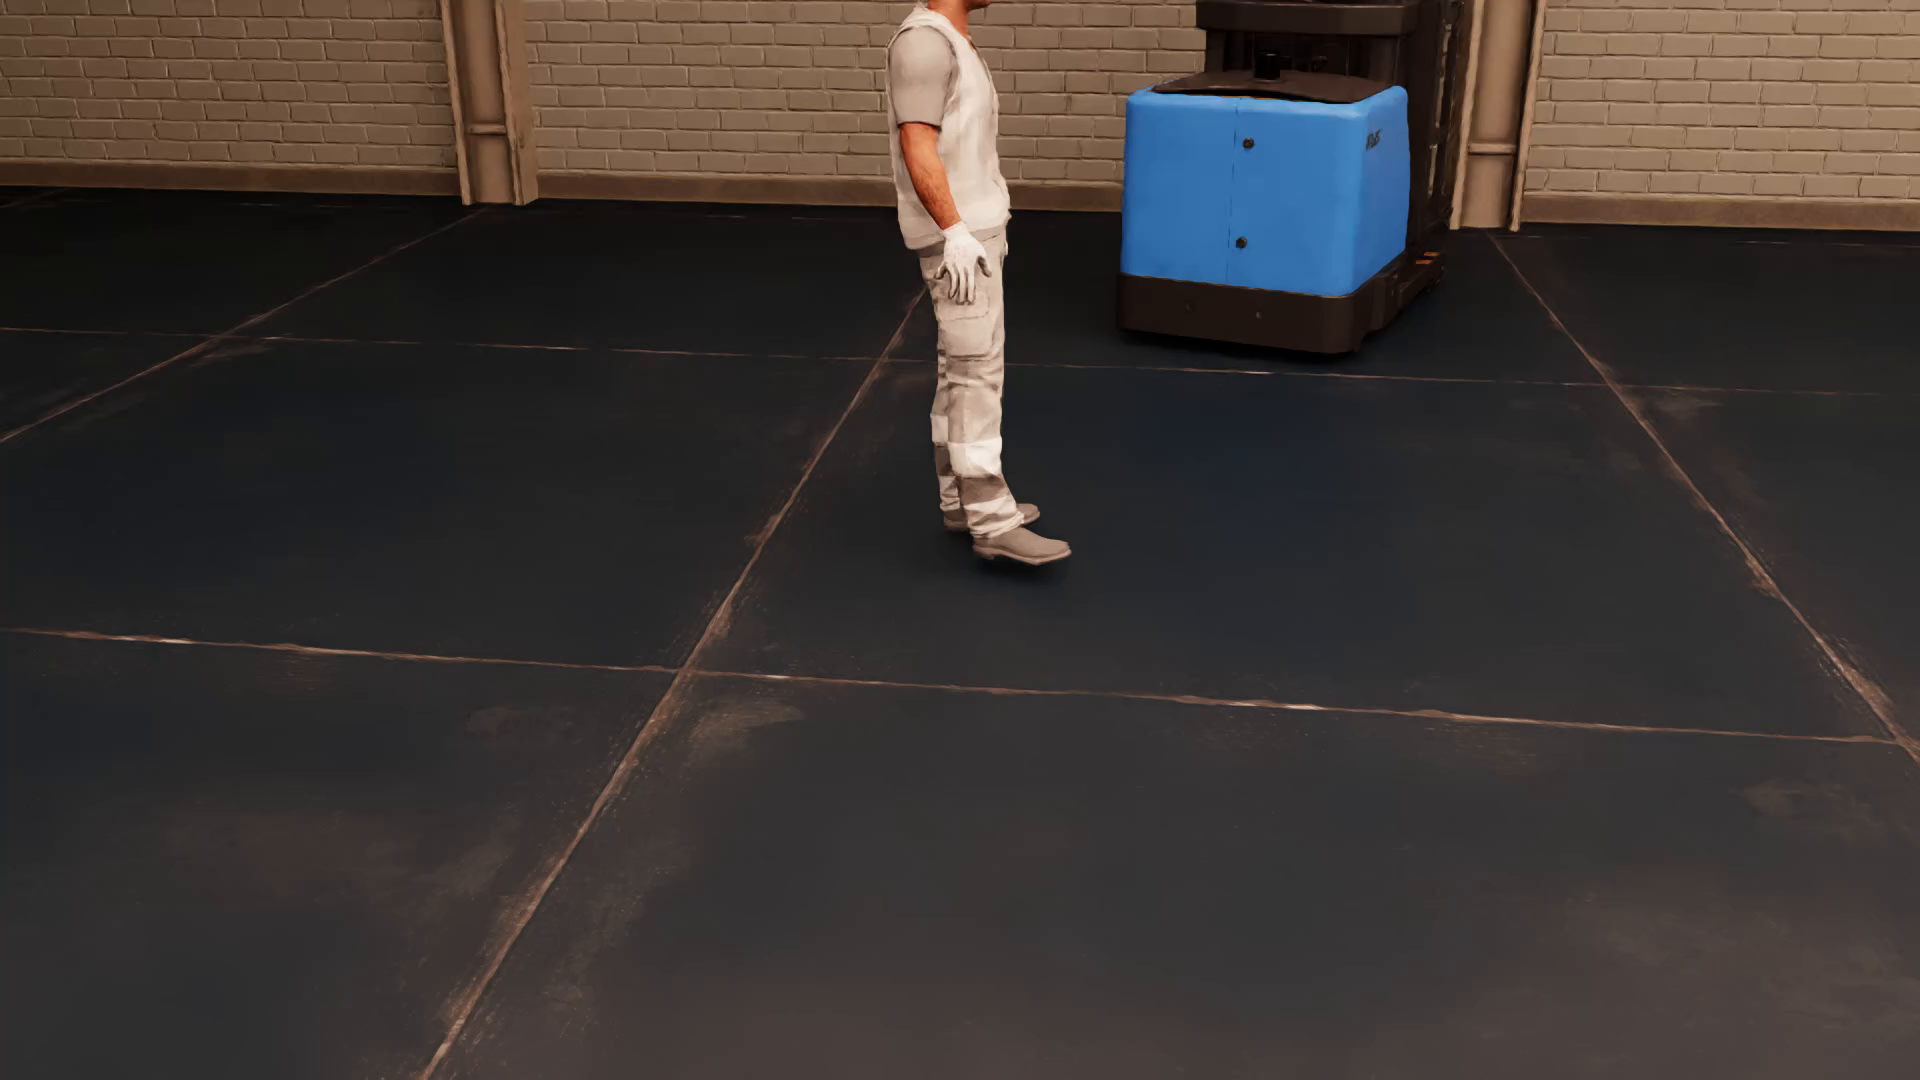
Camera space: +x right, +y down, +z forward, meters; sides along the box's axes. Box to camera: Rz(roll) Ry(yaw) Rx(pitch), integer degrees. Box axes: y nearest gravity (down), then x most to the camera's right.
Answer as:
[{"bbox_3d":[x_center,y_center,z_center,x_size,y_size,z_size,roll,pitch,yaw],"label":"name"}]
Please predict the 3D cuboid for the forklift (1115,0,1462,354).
[{"bbox_3d":[1.797,-2.645,7.823,1.130,2.935,3.031,11,24,25],"label":"forklift"}]

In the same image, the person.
[{"bbox_3d":[0.079,-0.866,4.806,0.561,1.789,0.638,3,22,7],"label":"person"}]
